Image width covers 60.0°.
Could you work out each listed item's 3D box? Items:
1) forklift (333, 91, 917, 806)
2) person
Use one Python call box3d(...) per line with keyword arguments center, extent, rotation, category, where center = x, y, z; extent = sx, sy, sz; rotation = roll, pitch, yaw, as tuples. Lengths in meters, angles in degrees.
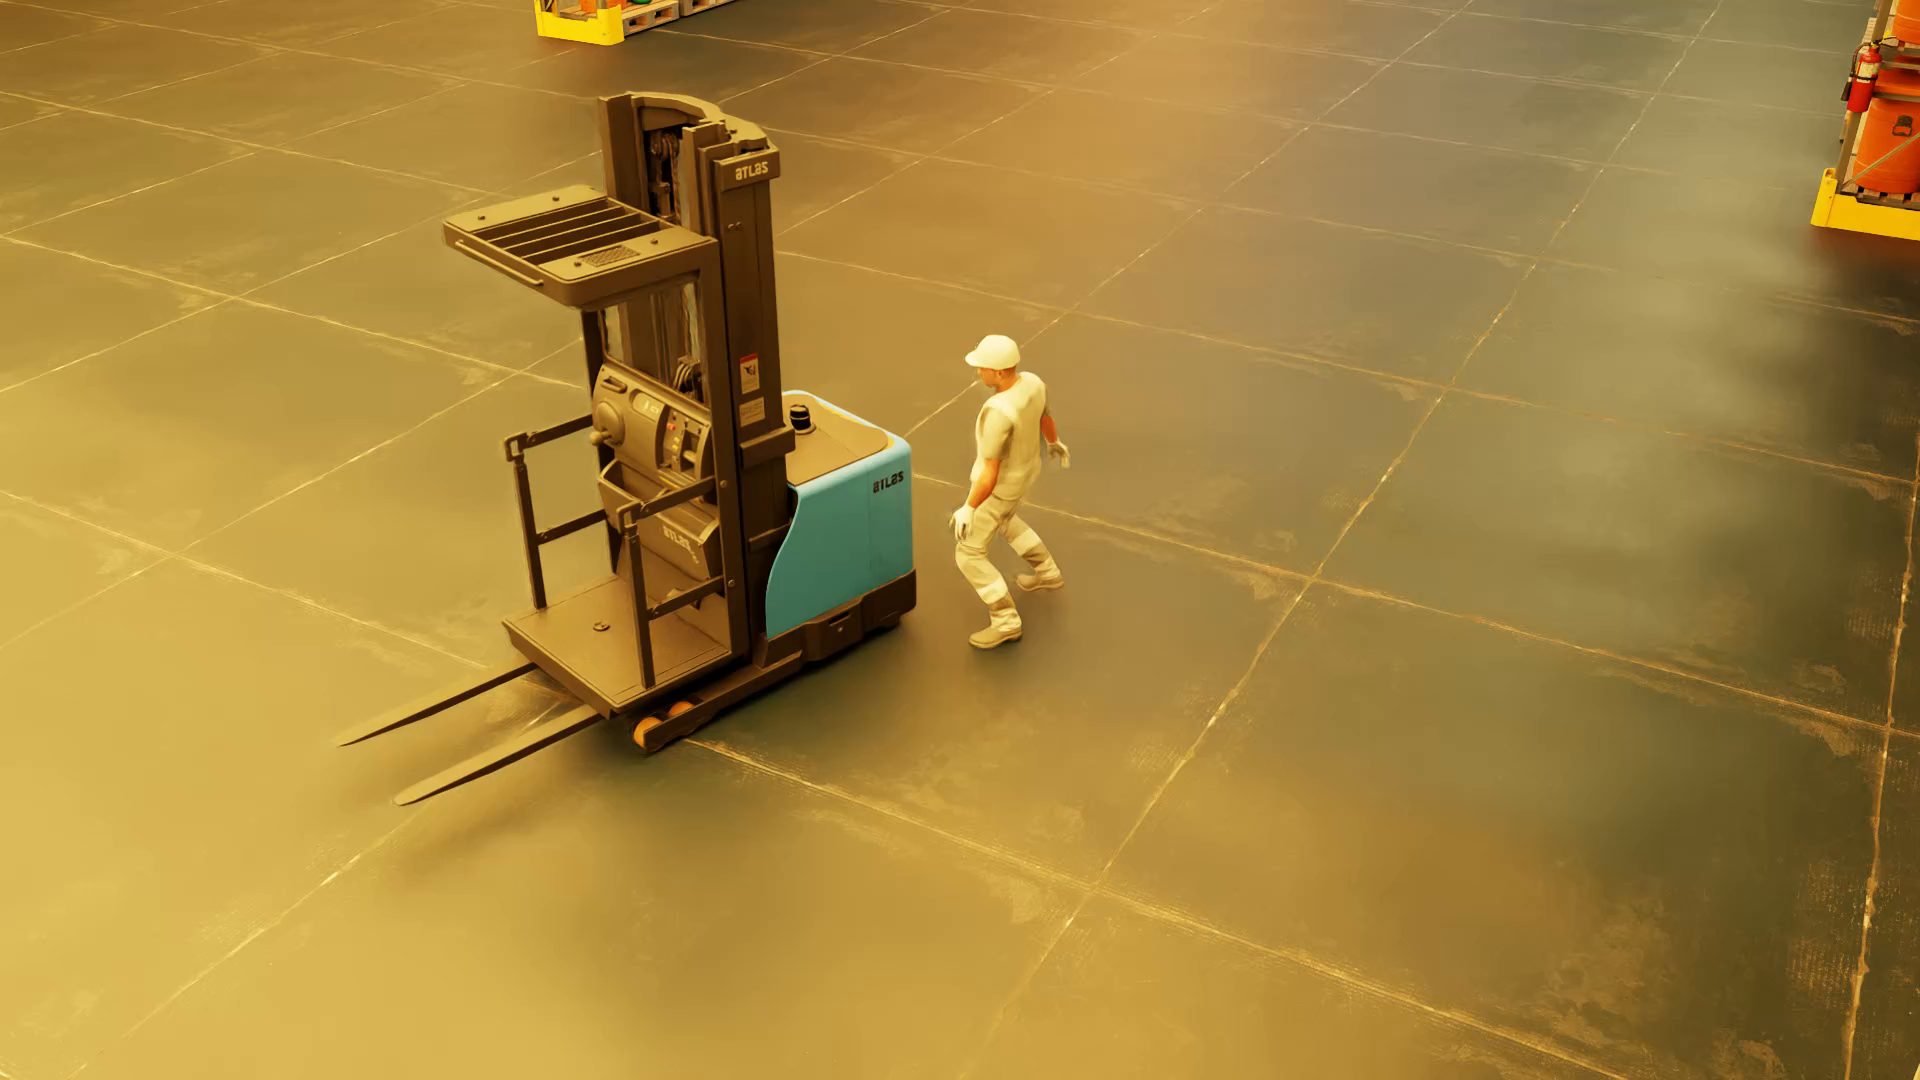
box3d(center=(-1.657, -0.522, 7.975), extent=(3.031, 2.935, 1.130), rotation=(-25, 39, -37), category="forklift")
box3d(center=(0.272, -0.339, 8.904), extent=(0.490, 1.692, 0.923), rotation=(17, 34, 27), category="person")
